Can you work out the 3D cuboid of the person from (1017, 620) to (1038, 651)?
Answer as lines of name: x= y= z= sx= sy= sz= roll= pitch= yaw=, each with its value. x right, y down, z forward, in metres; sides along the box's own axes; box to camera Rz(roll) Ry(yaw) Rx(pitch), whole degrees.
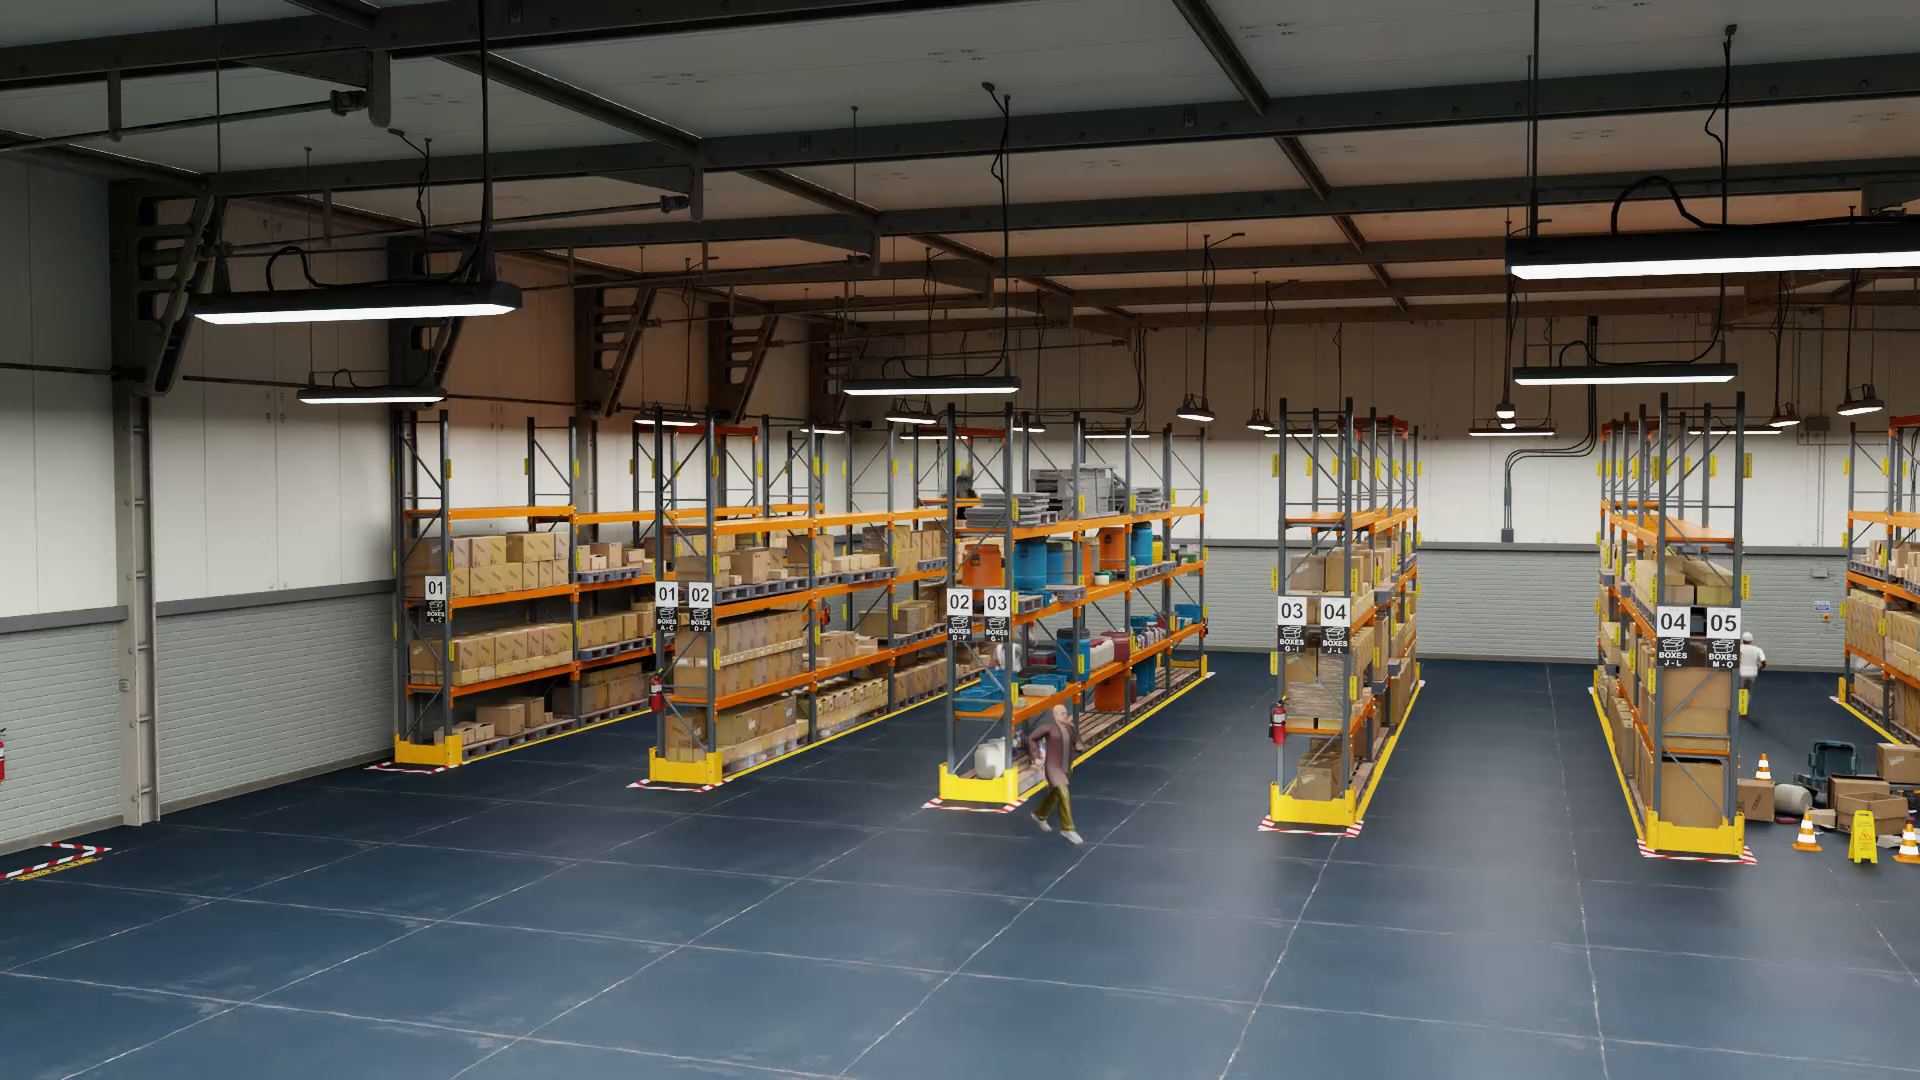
person: x=1.717 y=2.283 z=42.852 sx=0.683 sy=1.563 sz=0.744 roll=-2 pitch=3 yaw=-35

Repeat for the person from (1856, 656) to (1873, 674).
person: x=20.045 y=2.581 z=36.685 sx=0.755 sy=1.745 sz=0.817 roll=-2 pitch=3 yaw=-39

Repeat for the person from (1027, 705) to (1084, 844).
person: x=1.306 y=3.159 z=22.464 sx=1.007 sy=1.736 sz=0.681 roll=2 pitch=3 yaw=45

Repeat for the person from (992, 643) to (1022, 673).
person: x=1.004 y=2.716 z=33.567 sx=0.723 sy=1.733 sz=0.715 roll=1 pitch=3 yaw=16

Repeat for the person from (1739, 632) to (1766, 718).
person: x=15.795 y=2.707 z=33.409 sx=0.686 sy=1.722 sz=0.540 roll=1 pitch=3 yaw=15
